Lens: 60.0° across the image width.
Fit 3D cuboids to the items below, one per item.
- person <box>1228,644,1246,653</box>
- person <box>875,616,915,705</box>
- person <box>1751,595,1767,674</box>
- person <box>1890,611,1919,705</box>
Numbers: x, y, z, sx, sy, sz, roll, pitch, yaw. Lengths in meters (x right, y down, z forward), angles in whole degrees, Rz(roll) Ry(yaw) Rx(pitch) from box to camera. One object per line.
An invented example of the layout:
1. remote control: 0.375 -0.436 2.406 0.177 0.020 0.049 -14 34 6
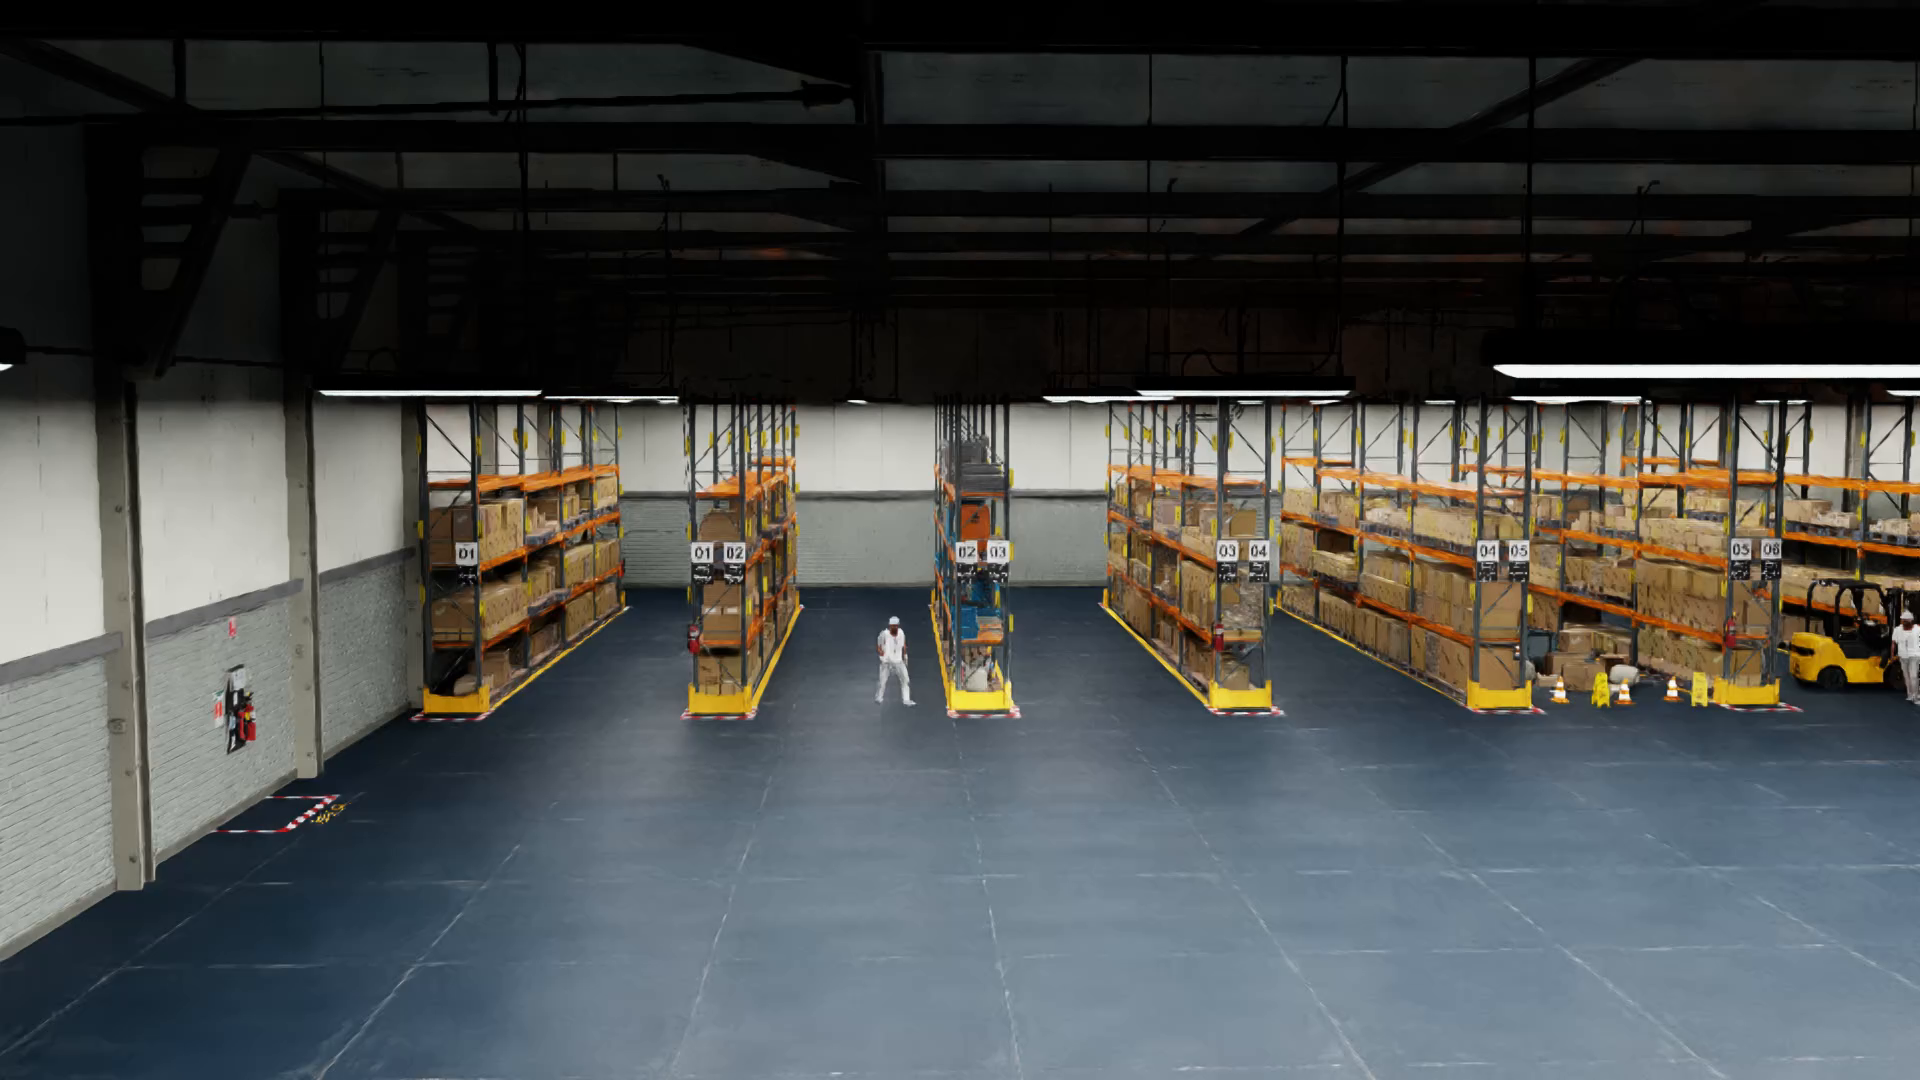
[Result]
1. person: 6.502 1.826 38.665 0.598 1.619 0.507 0 5 -4
2. person: -1.297 2.301 31.934 0.701 1.718 0.849 -2 5 -19
3. person: 17.063 2.020 35.664 0.463 1.677 0.524 2 5 28
4. person: 18.435 2.267 32.275 0.530 1.786 0.645 -4 6 -39
